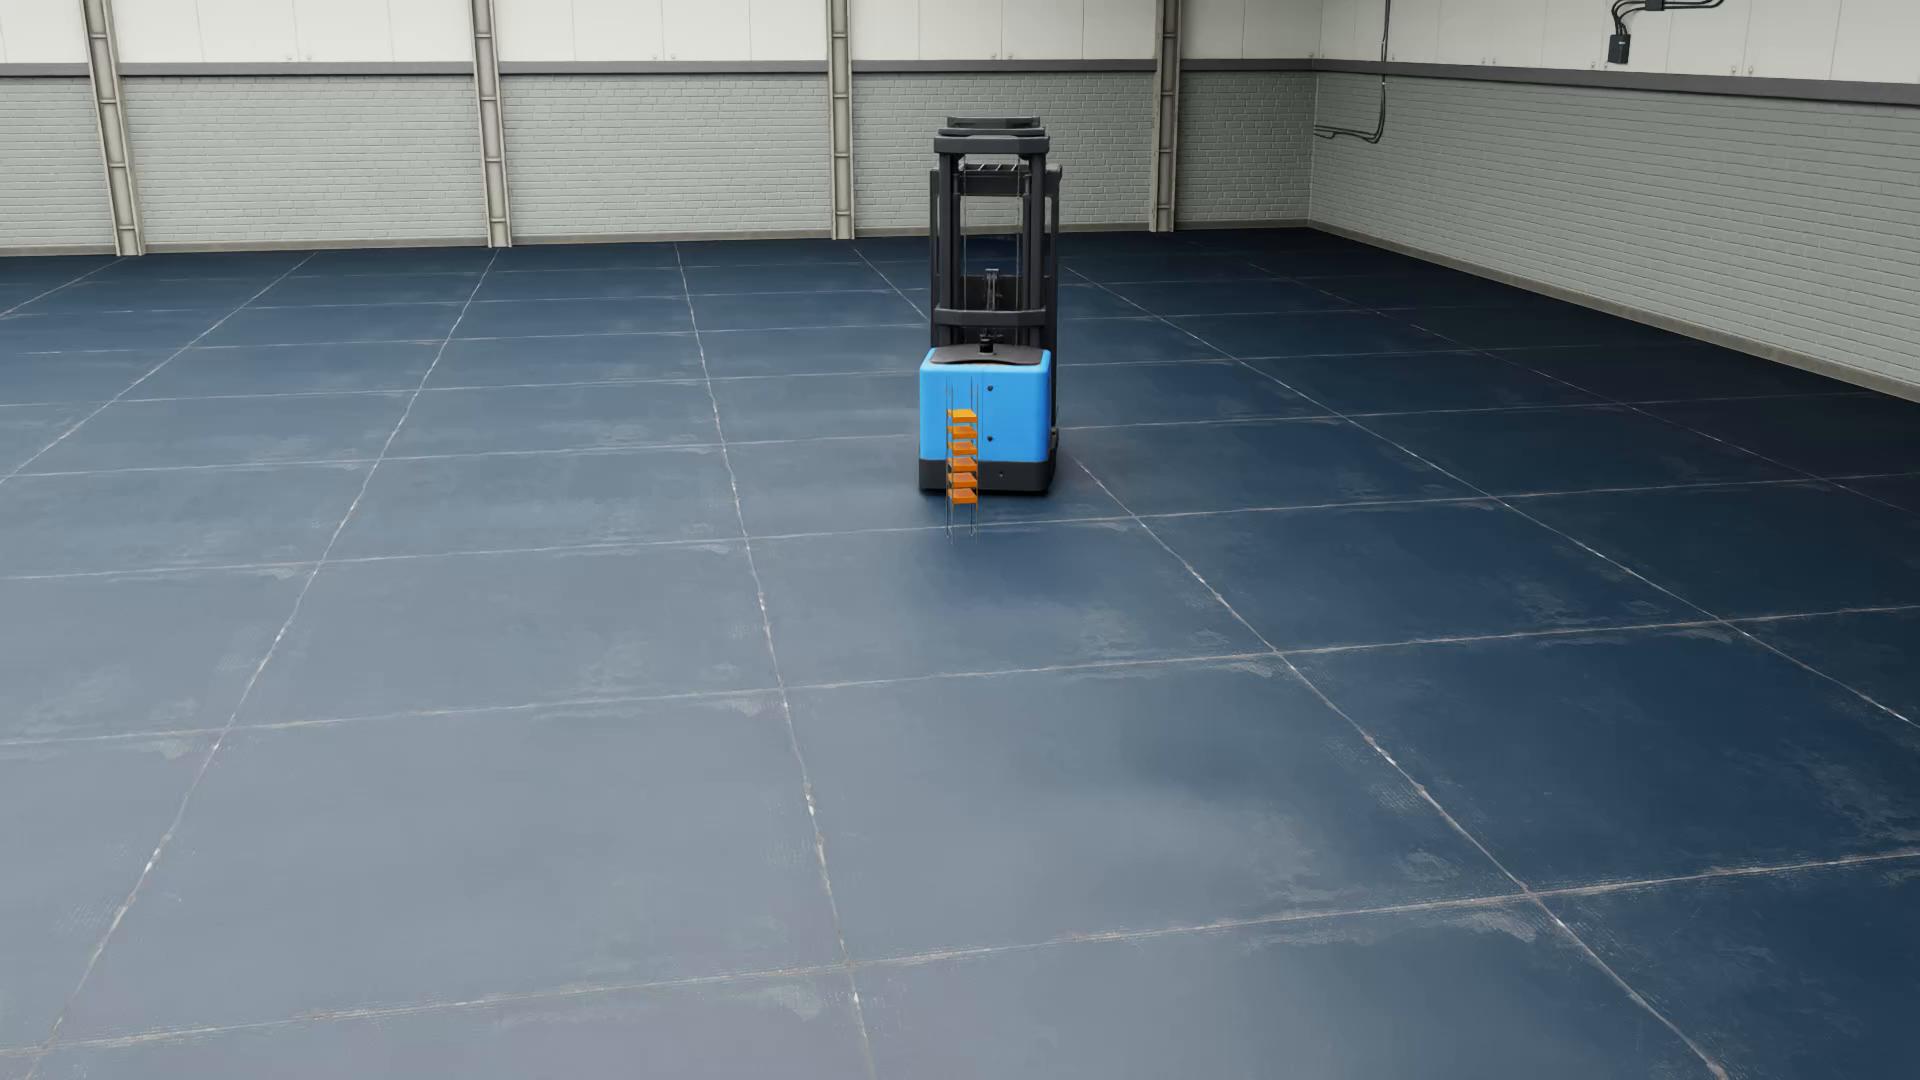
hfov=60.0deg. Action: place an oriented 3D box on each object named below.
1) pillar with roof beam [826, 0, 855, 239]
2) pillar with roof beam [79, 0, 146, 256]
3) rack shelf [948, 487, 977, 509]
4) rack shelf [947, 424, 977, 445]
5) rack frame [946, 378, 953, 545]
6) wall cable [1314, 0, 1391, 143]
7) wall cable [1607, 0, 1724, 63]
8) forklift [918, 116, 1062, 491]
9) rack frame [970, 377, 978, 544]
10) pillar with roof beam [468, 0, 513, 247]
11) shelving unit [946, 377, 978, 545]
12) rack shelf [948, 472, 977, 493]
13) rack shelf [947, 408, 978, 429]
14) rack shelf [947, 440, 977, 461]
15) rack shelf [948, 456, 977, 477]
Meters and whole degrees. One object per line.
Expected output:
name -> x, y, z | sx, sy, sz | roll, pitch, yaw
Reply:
pillar with roof beam -> -1.304, -8.522, 24.732 | 0.400, 9.000, 9.100 | -3, 17, -10
pillar with roof beam -> -13.086, -7.854, 22.555 | 0.400, 9.000, 9.100 | -3, 17, -10
rack shelf -> 0.014, -0.302, 12.222 | 0.180, 0.103, 0.258 | -3, 17, -10
rack shelf -> 0.014, -0.761, 12.081 | 0.180, 0.103, 0.258 | -3, 17, -10
rack frame -> -0.076, -0.569, 12.122 | 0.006, 1.200, 0.240 | -3, 17, -10
wall cable -> 6.913, -8.396, 29.609 | 0.112, 2.526, 3.097 | -3, 17, -10
wall cable -> 8.699, -8.768, 19.741 | 0.169, 6.003, 2.305 | -3, 17, -10
forklift -> 0.311, -2.178, 14.411 | 1.130, 2.935, 3.031 | 1, 17, 5
rack frame -> 0.104, -0.579, 12.155 | 0.006, 1.200, 0.240 | -3, 17, -10
pillar with roof beam -> -7.195, -8.188, 23.644 | 0.400, 9.000, 9.100 | -3, 17, -10
shelving unit -> 0.014, -0.574, 12.138 | 0.189, 1.200, 0.258 | -3, 17, -10
rack shelf -> 0.014, -0.417, 12.187 | 0.180, 0.103, 0.258 | -3, 17, -10
rack shelf -> 0.014, -0.876, 12.046 | 0.180, 0.103, 0.258 | -3, 17, -10
rack shelf -> 0.014, -0.647, 12.116 | 0.180, 0.103, 0.258 | -3, 17, -10
rack shelf -> 0.014, -0.532, 12.151 | 0.180, 0.103, 0.258 | -3, 17, -10
